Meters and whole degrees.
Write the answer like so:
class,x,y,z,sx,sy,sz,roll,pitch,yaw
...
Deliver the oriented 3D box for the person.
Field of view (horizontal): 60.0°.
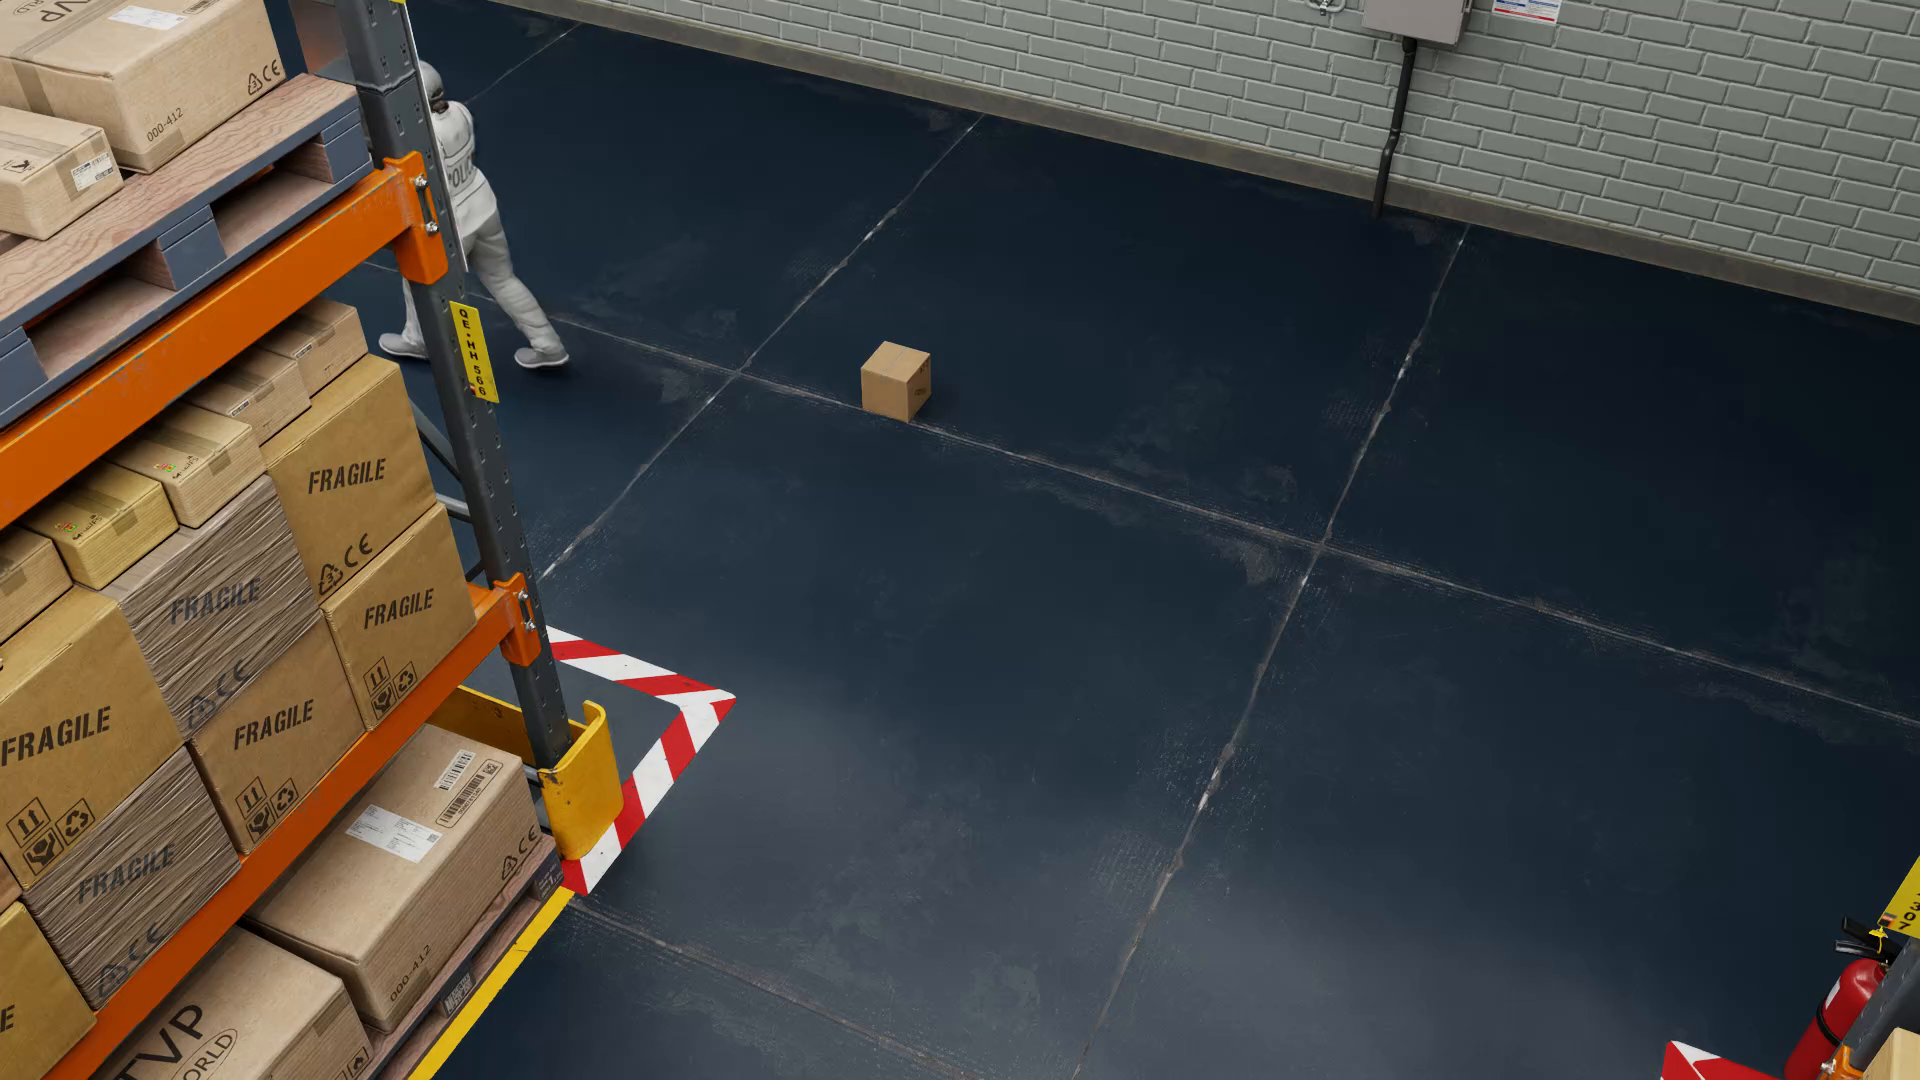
class,x,y,z,sx,sy,sz,roll,pitch,yaw
person,-2.414,-1.524,7.832,1.007,1.608,0.509,17,45,18
